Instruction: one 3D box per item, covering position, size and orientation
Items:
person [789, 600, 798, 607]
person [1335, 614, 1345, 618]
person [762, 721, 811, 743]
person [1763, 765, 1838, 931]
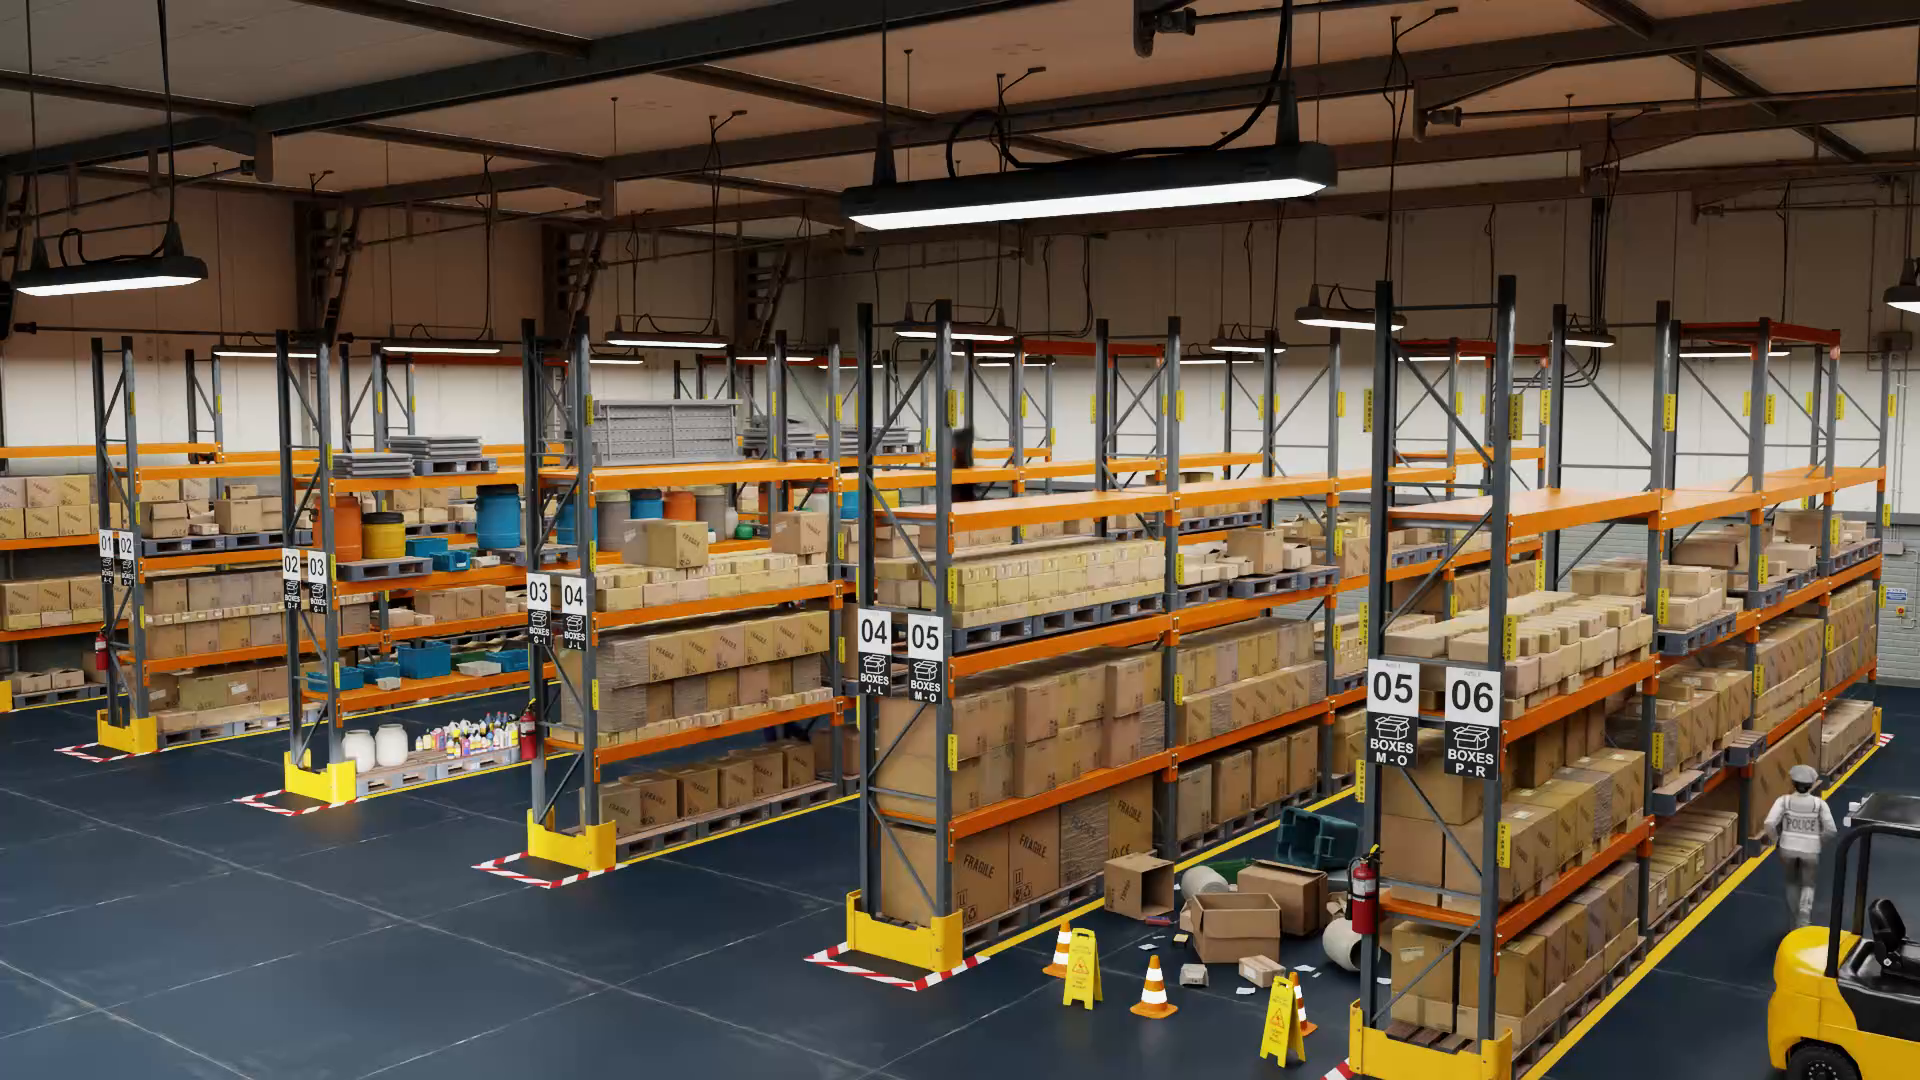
[{"bbox_3d":[-3.389,1.517,31.672,0.648,1.783,0.699,2,5,25],"label":"person"},{"bbox_3d":[5.965,2.030,26.358,0.629,1.730,0.693,4,6,35],"label":"person"},{"bbox_3d":[-2.547,2.291,23.661,0.845,1.624,0.625,-5,7,-45],"label":"person"},{"bbox_3d":[7.979,2.978,15.810,0.628,1.661,0.729,3,6,29],"label":"person"}]
